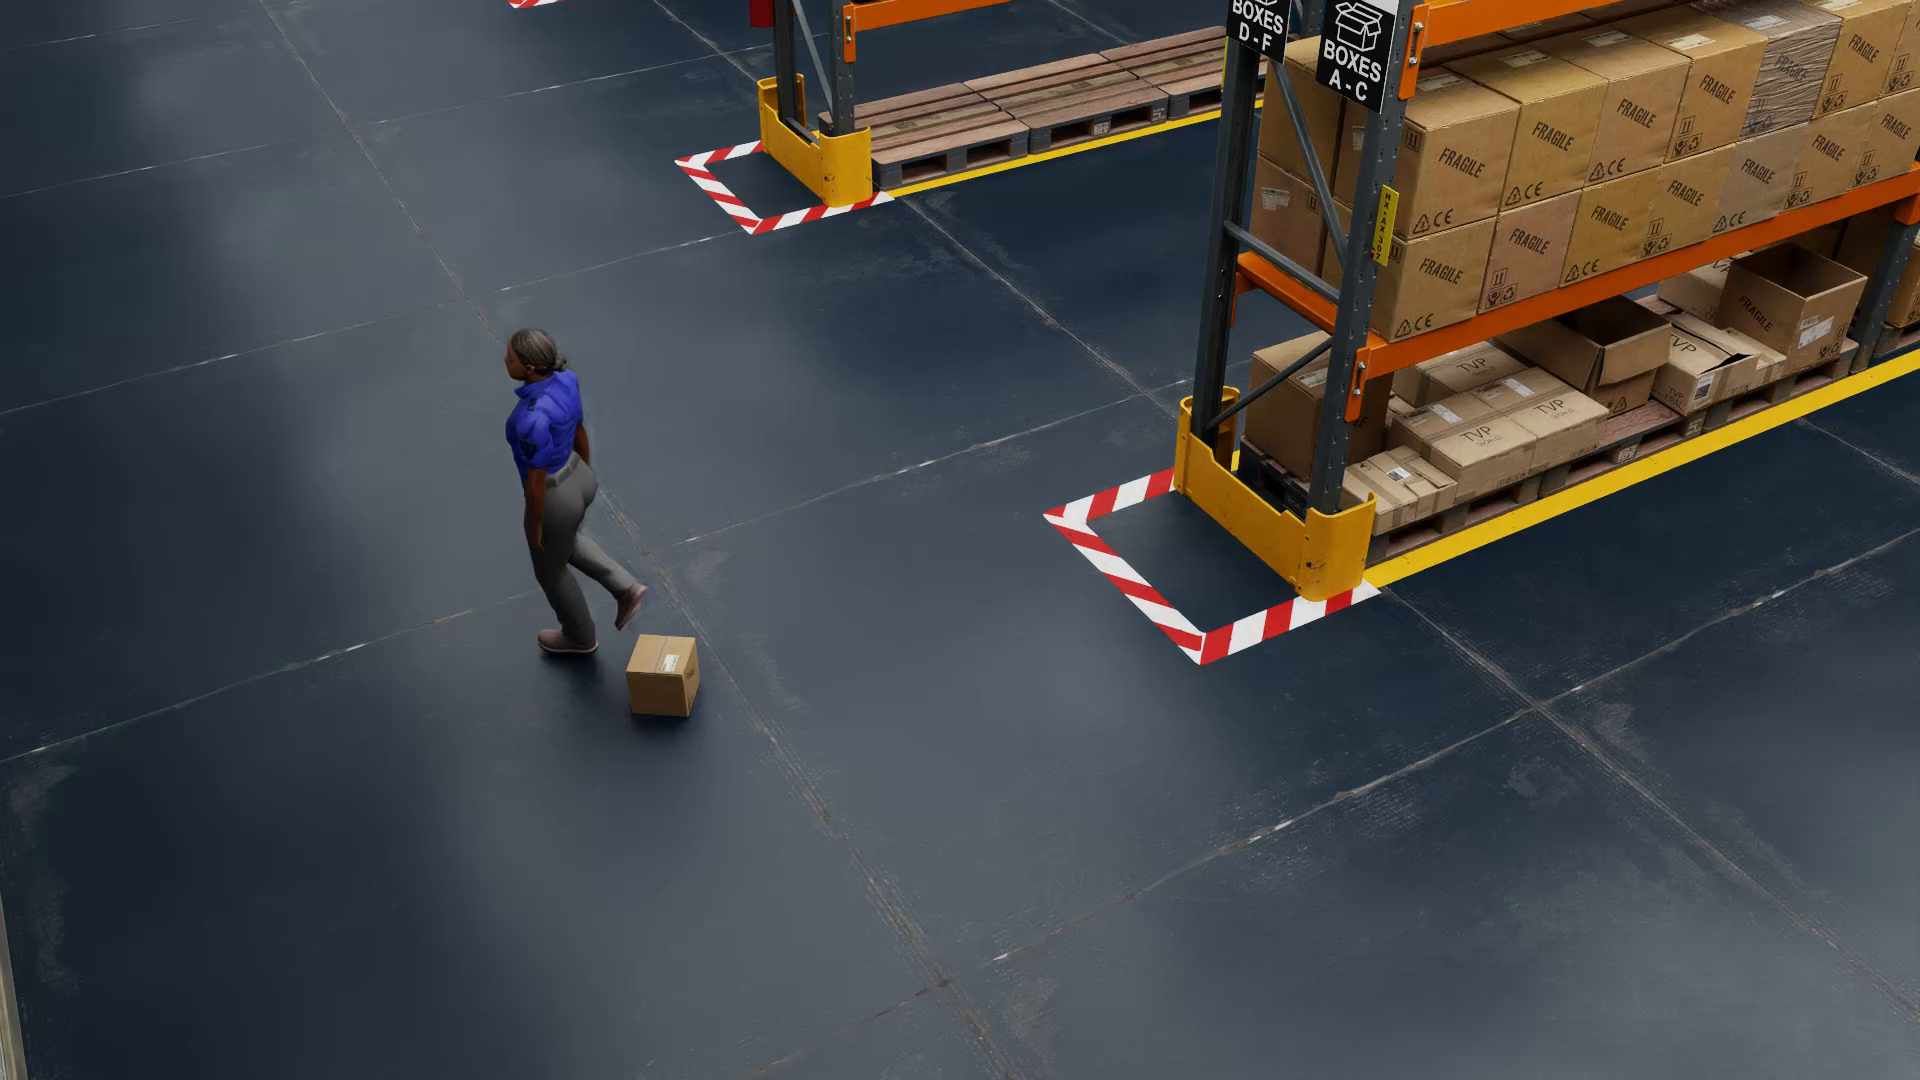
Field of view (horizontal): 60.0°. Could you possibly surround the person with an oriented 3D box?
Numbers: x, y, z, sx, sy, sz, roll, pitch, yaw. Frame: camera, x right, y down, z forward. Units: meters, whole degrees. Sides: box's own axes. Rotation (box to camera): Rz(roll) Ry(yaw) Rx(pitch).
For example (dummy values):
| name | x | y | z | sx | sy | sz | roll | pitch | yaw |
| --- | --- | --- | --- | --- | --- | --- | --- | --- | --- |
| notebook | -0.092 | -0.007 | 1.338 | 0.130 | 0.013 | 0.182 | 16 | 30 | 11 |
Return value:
| name | x | y | z | sx | sy | sz | roll | pitch | yaw |
| --- | --- | --- | --- | --- | --- | --- | --- | --- | --- |
| person | -1.682 | -0.188 | 7.136 | 0.503 | 1.644 | 0.473 | 7 | 38 | 9 |
